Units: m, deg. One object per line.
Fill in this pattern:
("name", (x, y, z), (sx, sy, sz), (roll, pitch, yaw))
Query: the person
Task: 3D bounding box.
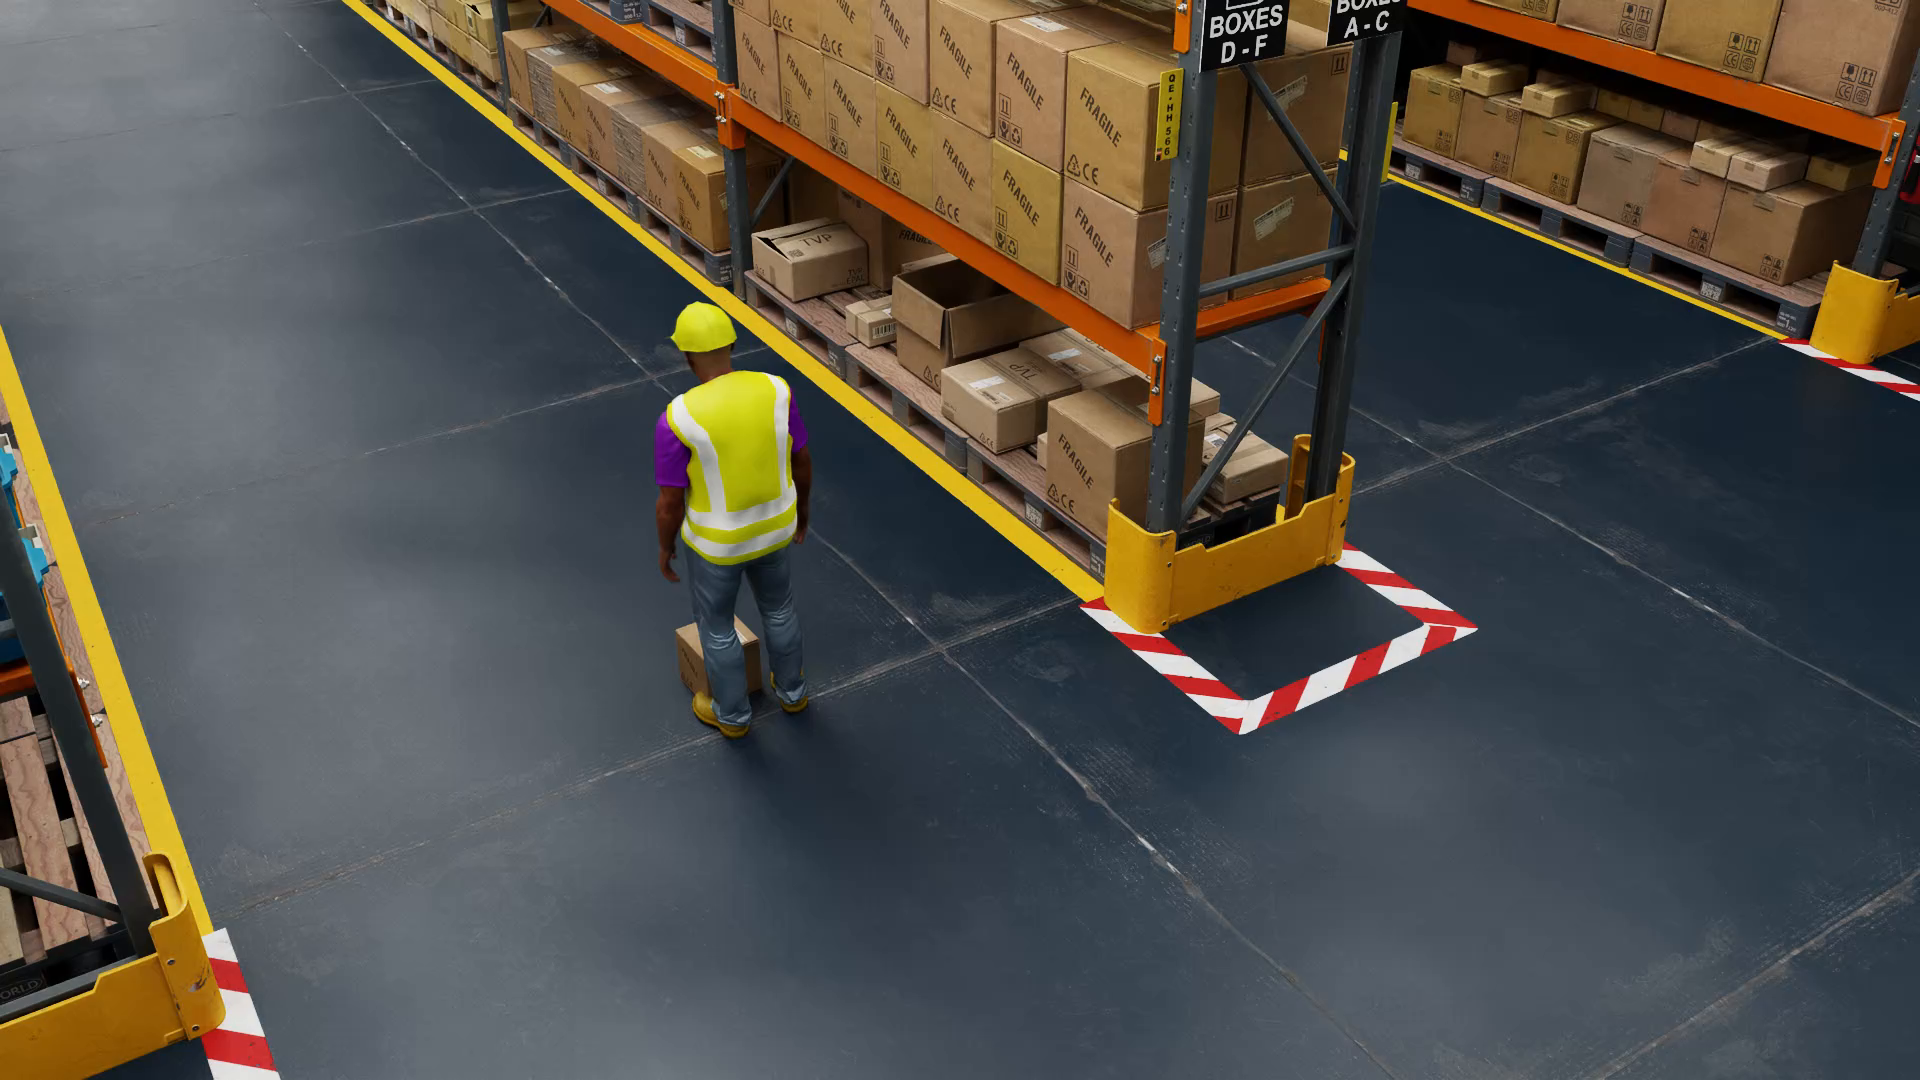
("person", (-0.840, -0.054, 6.206), (0.627, 1.760, 0.461), (-19, 37, -27))
